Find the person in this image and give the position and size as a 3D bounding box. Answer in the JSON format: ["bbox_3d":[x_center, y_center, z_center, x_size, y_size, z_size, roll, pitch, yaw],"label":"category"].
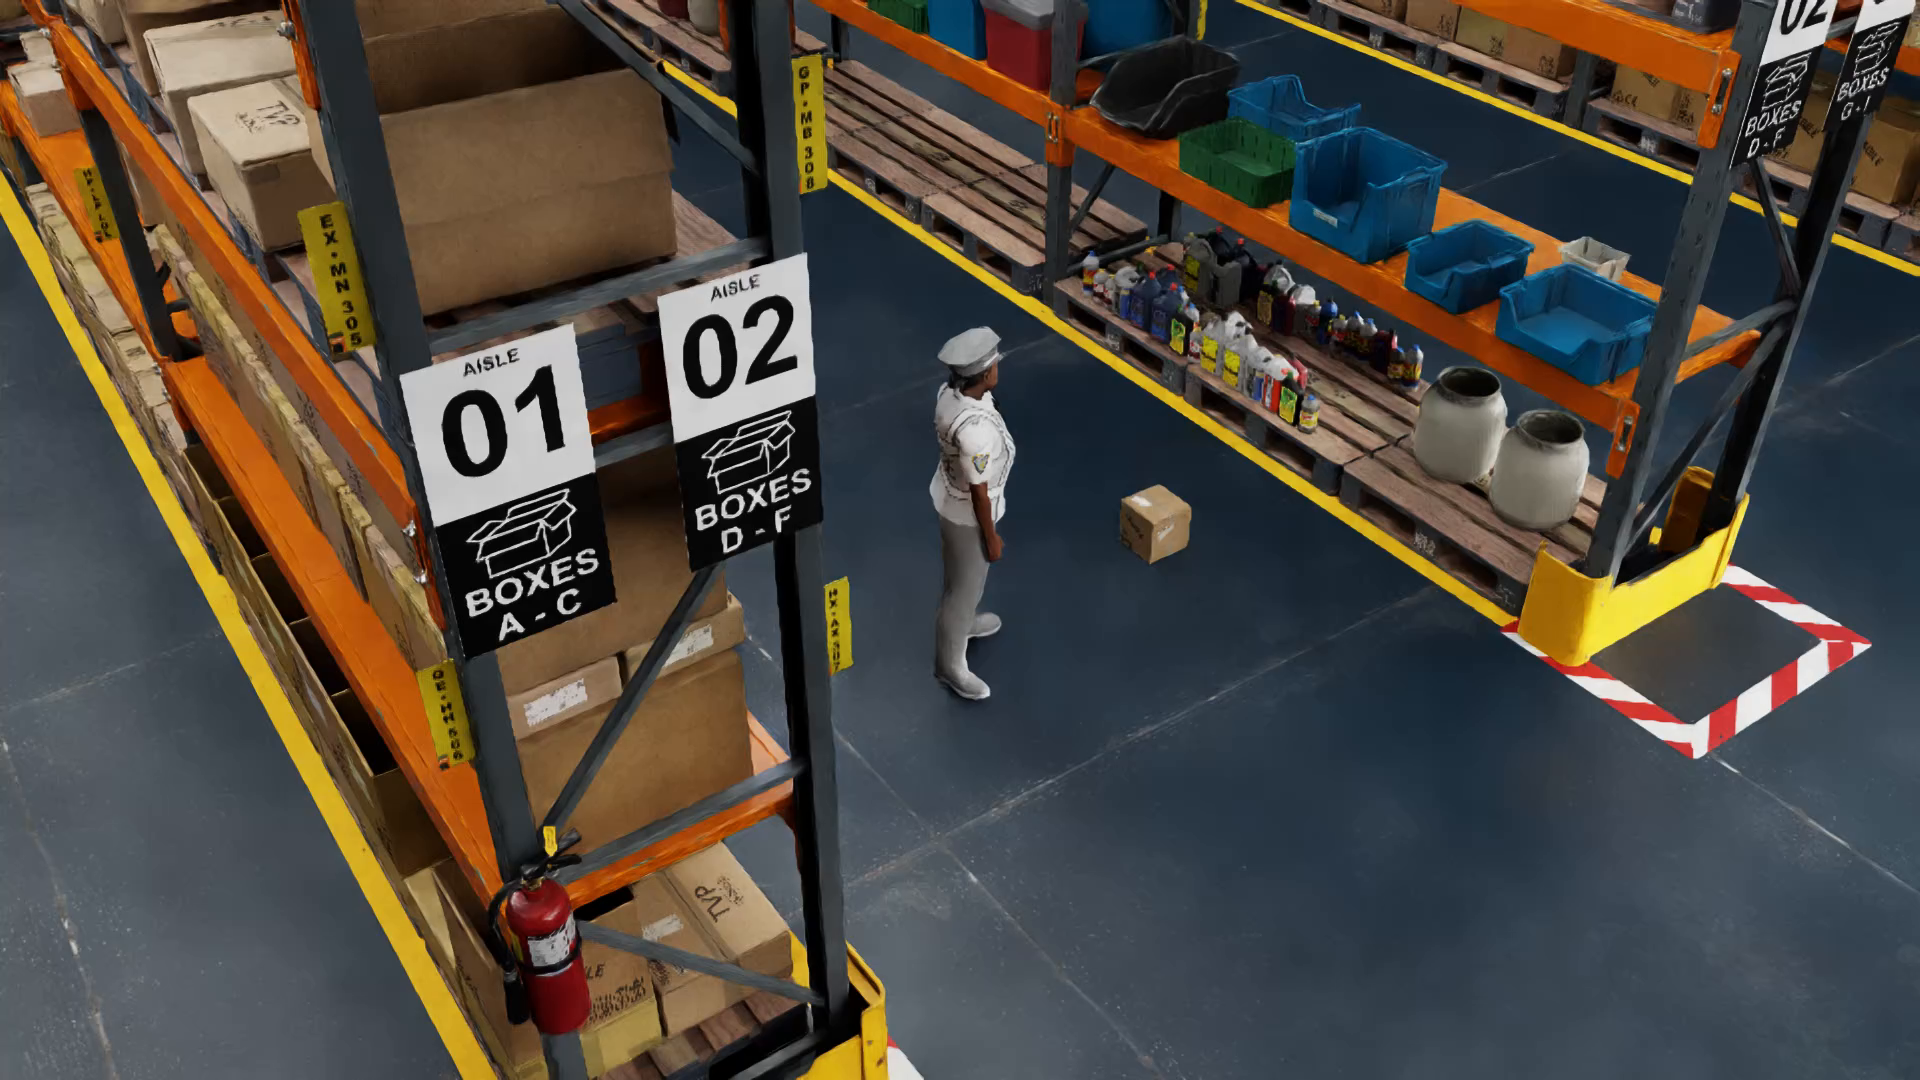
[{"bbox_3d":[0.046,-0.129,7.125,0.369,1.682,0.577,-5,37,-7],"label":"person"}]
